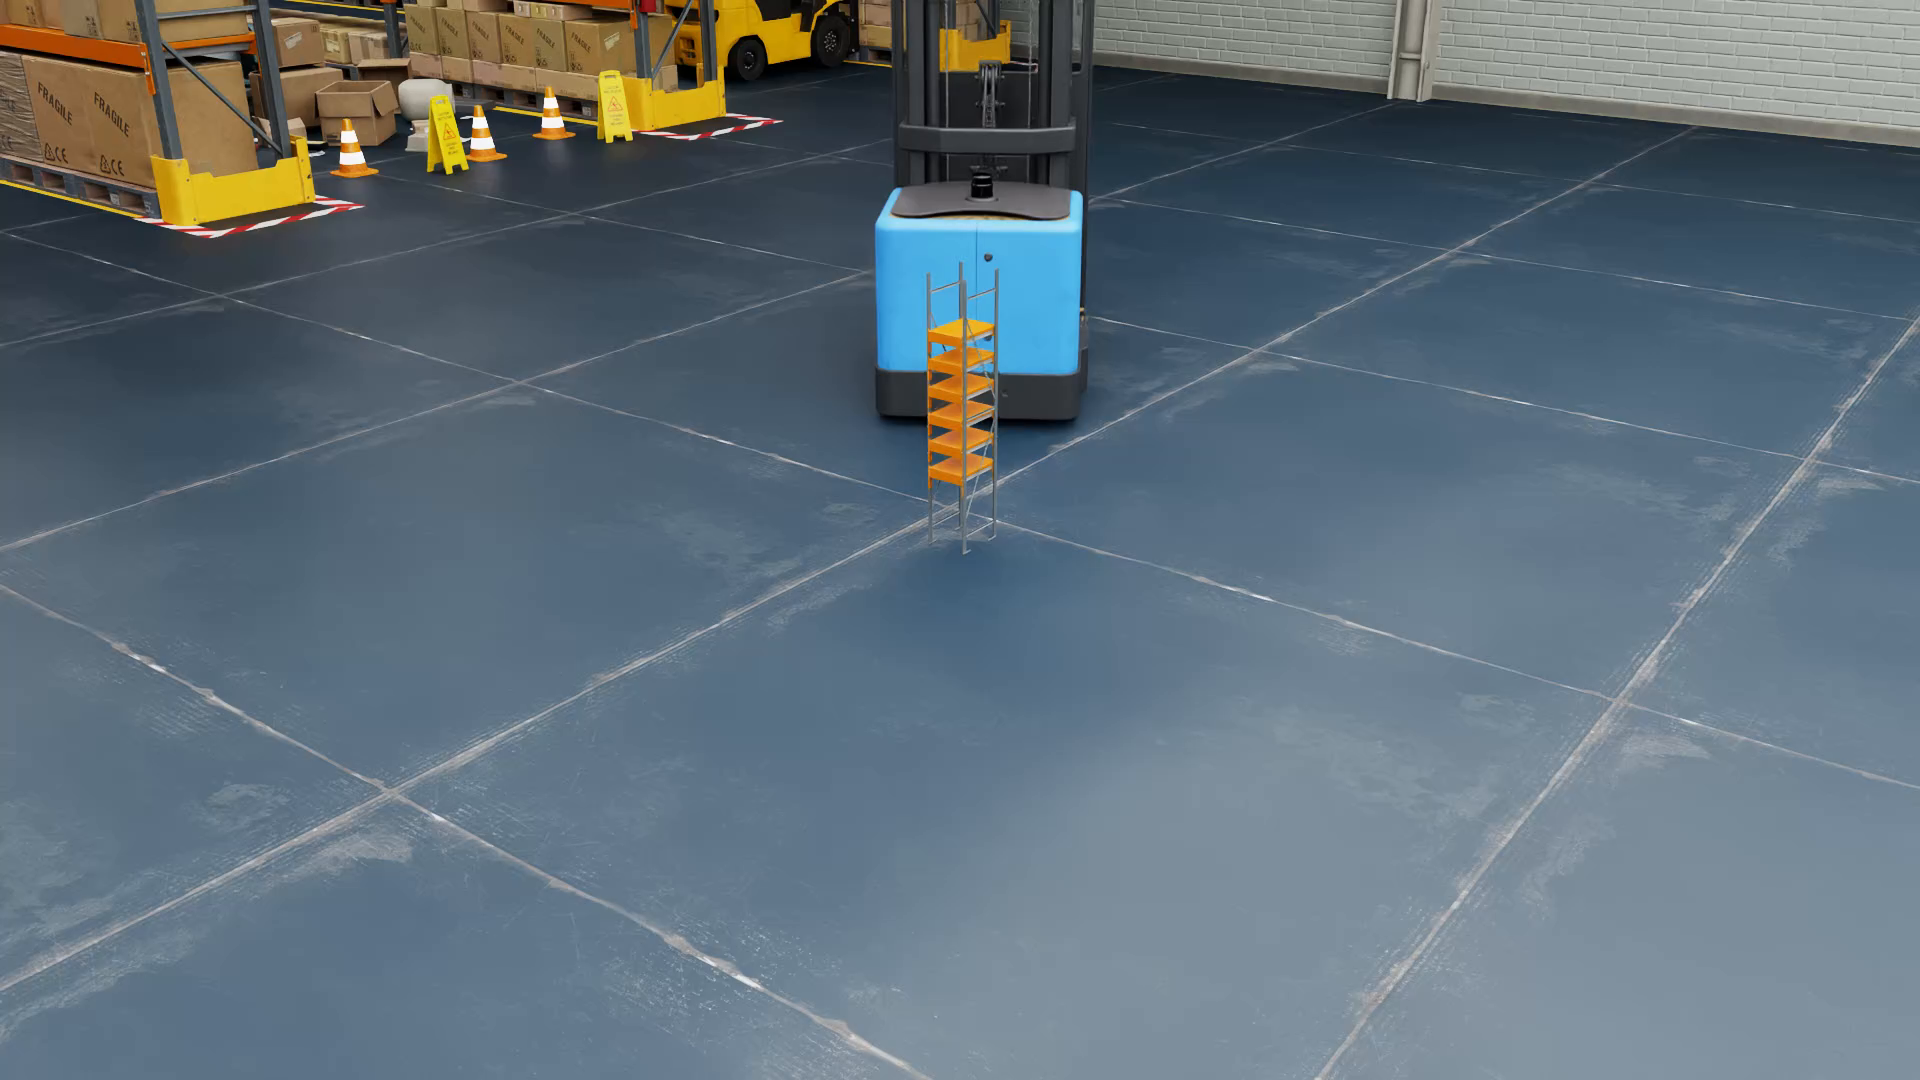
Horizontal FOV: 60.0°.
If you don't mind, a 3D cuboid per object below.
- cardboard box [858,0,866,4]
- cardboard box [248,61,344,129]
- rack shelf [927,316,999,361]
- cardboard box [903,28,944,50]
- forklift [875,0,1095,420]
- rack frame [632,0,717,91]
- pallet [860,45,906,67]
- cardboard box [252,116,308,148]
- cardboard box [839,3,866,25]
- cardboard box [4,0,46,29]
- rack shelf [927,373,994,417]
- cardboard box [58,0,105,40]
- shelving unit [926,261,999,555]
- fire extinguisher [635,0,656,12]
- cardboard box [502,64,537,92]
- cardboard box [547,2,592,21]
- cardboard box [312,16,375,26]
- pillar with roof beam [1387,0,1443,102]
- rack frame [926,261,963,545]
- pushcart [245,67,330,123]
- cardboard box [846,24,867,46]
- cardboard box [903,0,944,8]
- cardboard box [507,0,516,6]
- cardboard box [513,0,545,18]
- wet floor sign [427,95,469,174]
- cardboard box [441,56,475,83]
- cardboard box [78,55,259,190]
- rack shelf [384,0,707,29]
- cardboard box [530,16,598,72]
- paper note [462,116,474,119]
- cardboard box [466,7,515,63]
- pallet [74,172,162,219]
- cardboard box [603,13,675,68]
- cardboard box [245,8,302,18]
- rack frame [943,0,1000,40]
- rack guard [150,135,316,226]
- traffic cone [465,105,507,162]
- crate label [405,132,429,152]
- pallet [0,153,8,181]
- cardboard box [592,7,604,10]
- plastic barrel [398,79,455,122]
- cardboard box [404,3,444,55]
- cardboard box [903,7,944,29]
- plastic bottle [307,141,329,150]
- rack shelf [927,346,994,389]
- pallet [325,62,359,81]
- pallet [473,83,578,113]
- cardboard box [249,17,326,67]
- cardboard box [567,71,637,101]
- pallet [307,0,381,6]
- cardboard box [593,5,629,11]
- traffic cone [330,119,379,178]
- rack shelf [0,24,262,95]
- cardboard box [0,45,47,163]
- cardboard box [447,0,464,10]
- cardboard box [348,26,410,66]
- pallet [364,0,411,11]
[{"bbox_3d":[-1.229,-6.856,20.741,0.500,0.250,0.500,17,29,34],"label":"cardboard box"},{"bbox_3d":[-6.503,-4.363,16.359,0.503,0.637,0.797,17,29,33],"label":"cardboard box"},{"bbox_3d":[0.012,-0.834,6.873,0.180,0.103,0.258,17,29,33],"label":"rack shelf"},{"bbox_3d":[-0.417,-6.159,20.399,0.500,0.250,0.500,17,29,34],"label":"cardboard box"},{"bbox_3d":[0.195,-2.507,9.304,1.130,2.935,3.031,2,24,4],"label":"forklift"},{"bbox_3d":[-2.826,-5.612,16.266,0.127,3.000,1.000,17,29,33],"label":"rack frame"},{"bbox_3d":[-0.489,-6.109,20.854,1.213,0.211,1.003,17,29,33],"label":"pallet"},{"bbox_3d":[-6.434,-3.885,15.737,0.396,0.266,0.258,-21,31,-39],"label":"cardboard box"},{"bbox_3d":[-1.249,-6.636,20.861,0.500,0.250,0.500,16,28,32],"label":"cardboard box"},{"bbox_3d":[-7.313,-4.550,13.672,0.500,0.550,0.875,17,29,33],"label":"cardboard box"},{"bbox_3d":[0.012,-0.615,6.970,0.180,0.103,0.258,17,29,33],"label":"rack shelf"},{"bbox_3d":[-6.491,-4.260,13.012,0.550,0.550,0.875,17,29,33],"label":"cardboard box"},{"bbox_3d":[0.012,-0.546,7.000,0.189,1.200,0.258,17,29,33],"label":"shelving unit"},{"bbox_3d":[-3.011,-5.400,15.881,0.183,0.674,0.296,17,29,33],"label":"fire extinguisher"},{"bbox_3d":[-4.466,-4.907,17.555,0.500,0.250,0.500,16,28,31],"label":"cardboard box"},{"bbox_3d":[-3.957,-5.362,16.855,0.250,0.149,0.380,18,29,35],"label":"cardboard box"},{"bbox_3d":[-7.582,-6.035,19.965,0.625,0.372,0.950,18,29,35],"label":"cardboard box"},{"bbox_3d":[2.351,-7.579,13.290,0.400,9.000,9.100,17,29,33],"label":"pillar with roof beam"},{"bbox_3d":[-0.062,-0.568,7.050,0.006,1.200,0.240,17,29,33],"label":"rack frame"},{"bbox_3d":[-7.354,-4.631,17.293,0.936,0.377,1.648,7,25,15],"label":"pushcart"},{"bbox_3d":[-1.204,-6.407,20.960,0.500,0.250,0.500,17,29,34],"label":"cardboard box"},{"bbox_3d":[-0.407,-6.616,20.195,0.500,0.250,0.500,18,29,35],"label":"cardboard box"},{"bbox_3d":[-4.984,-5.677,18.374,0.500,0.500,0.500,17,29,34],"label":"cardboard box"},{"bbox_3d":[-4.366,-5.488,17.141,0.250,0.149,0.380,18,30,35],"label":"cardboard box"},{"bbox_3d":[-4.503,-3.544,14.494,0.232,0.644,0.267,12,26,24],"label":"wet floor sign"},{"bbox_3d":[-5.282,-5.157,18.125,0.500,0.250,0.500,19,30,36],"label":"cardboard box"},{"bbox_3d":[-6.296,-3.353,13.253,0.875,0.875,0.875,17,29,34],"label":"cardboard box"},{"bbox_3d":[-4.426,-5.766,17.508,4.000,0.370,1.077,17,29,33],"label":"rack shelf"},{"bbox_3d":[-4.043,-5.123,17.117,0.500,0.500,0.500,18,30,35],"label":"cardboard box"},{"bbox_3d":[-5.035,-4.349,17.082,0.148,0.019,0.142,7,25,15],"label":"paper note"},{"bbox_3d":[-4.867,-5.375,17.687,0.500,0.500,0.500,19,30,36],"label":"cardboard box"},{"bbox_3d":[-6.400,-2.882,13.529,1.213,0.211,1.003,17,29,33],"label":"pallet"},{"bbox_3d":[-3.325,-5.178,17.242,0.500,0.500,0.500,16,28,32],"label":"cardboard box"},{"bbox_3d":[-8.781,-6.396,20.784,0.625,0.372,0.950,15,28,30],"label":"cardboard box"},{"bbox_3d":[0.148,-7.214,19.903,0.127,3.000,1.000,17,29,33],"label":"rack frame"},{"bbox_3d":[-5.694,-2.840,13.076,0.348,0.500,1.175,17,29,33],"label":"rack guard"},{"bbox_3d":[-4.337,-3.698,15.069,0.334,0.463,0.336,17,29,33],"label":"traffic cone"},{"bbox_3d":[-5.003,-3.719,15.521,0.298,0.136,0.250,3,24,6],"label":"crate label"},{"bbox_3d":[-8.353,-3.472,14.869,1.213,0.211,1.003,17,29,33],"label":"pallet"},{"bbox_3d":[-4.142,-5.427,17.807,0.500,0.500,0.500,17,29,34],"label":"cardboard box"},{"bbox_3d":[-5.387,-4.444,16.810,0.512,0.421,0.421,-5,24,-12],"label":"plastic barrel"},{"bbox_3d":[-5.716,-5.626,18.258,0.500,0.500,0.500,18,30,36],"label":"cardboard box"},{"bbox_3d":[-0.429,-6.393,20.310,0.500,0.250,0.500,16,29,33],"label":"cardboard box"},{"bbox_3d":[-6.065,-3.689,15.548,0.283,0.061,0.133,7,25,15],"label":"plastic bottle"},{"bbox_3d":[0.012,-0.725,6.921,0.180,0.103,0.258,17,29,33],"label":"rack shelf"},{"bbox_3d":[-6.650,-5.491,19.450,1.213,0.211,1.003,17,29,33],"label":"pallet"},{"bbox_3d":[-4.487,-4.857,18.011,1.213,0.211,1.003,17,29,33],"label":"pallet"},{"bbox_3d":[-7.070,-5.200,17.493,0.500,0.500,0.500,17,29,33],"label":"cardboard box"},{"bbox_3d":[-3.653,-4.660,16.995,0.500,0.250,0.500,17,29,33],"label":"cardboard box"},{"bbox_3d":[-10.003,-9.006,27.428,1.213,0.211,1.003,17,29,33],"label":"pallet"},{"bbox_3d":[-4.696,-7.780,23.613,0.625,0.625,0.875,15,28,31],"label":"cardboard box"},{"bbox_3d":[-5.287,-3.416,14.428,0.334,0.463,0.336,17,29,33],"label":"traffic cone"},{"bbox_3d":[-7.314,-4.144,13.828,4.000,0.370,1.077,17,29,33],"label":"rack shelf"},{"bbox_3d":[-7.730,-3.786,14.236,0.875,0.875,0.875,17,29,34],"label":"cardboard box"},{"bbox_3d":[-5.240,-5.750,17.734,0.250,0.149,0.380,18,30,35],"label":"cardboard box"},{"bbox_3d":[-6.448,-5.694,19.192,0.625,0.372,0.950,17,29,34],"label":"cardboard box"},{"bbox_3d":[-8.781,-8.655,26.632,1.213,0.211,1.003,17,29,33],"label":"pallet"}]
